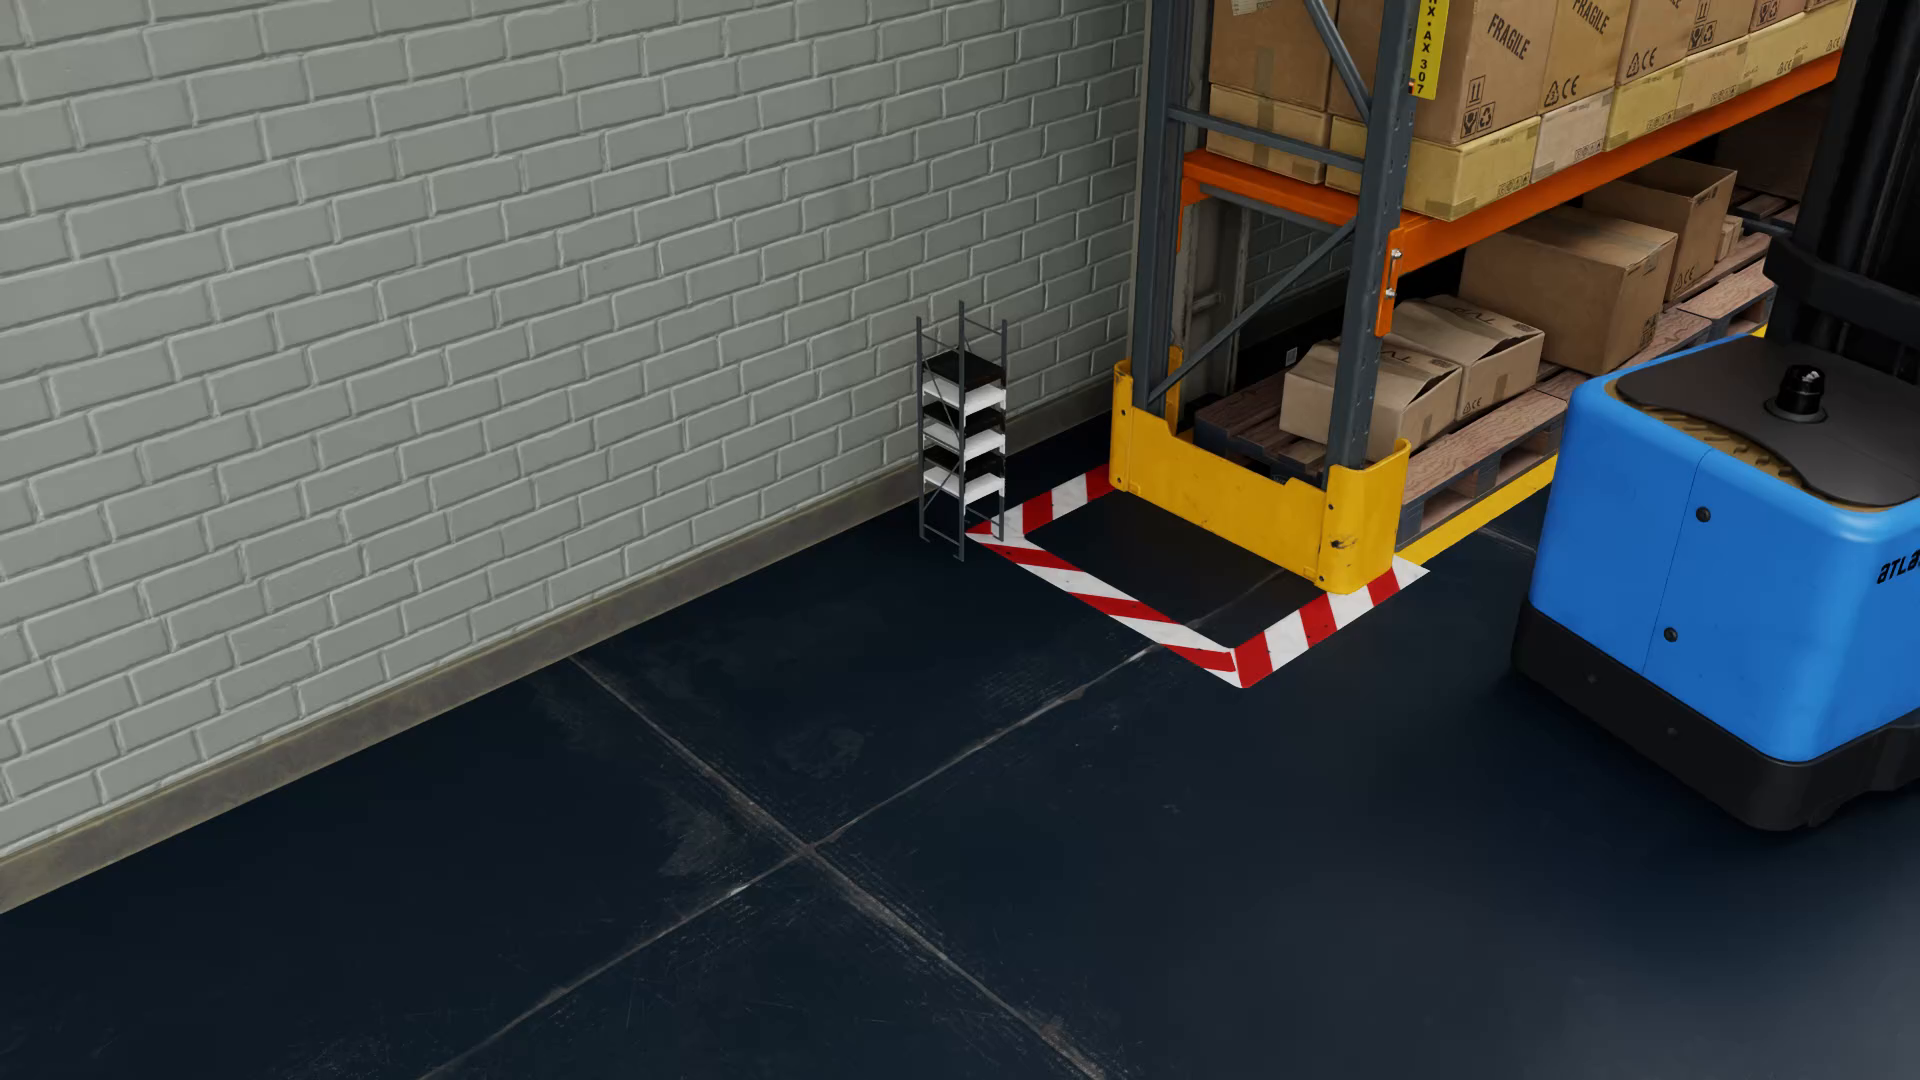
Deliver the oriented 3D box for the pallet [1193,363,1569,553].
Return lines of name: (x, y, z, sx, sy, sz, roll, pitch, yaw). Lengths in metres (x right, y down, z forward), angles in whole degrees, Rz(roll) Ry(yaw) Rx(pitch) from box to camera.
pallet: (1.708, -0.440, 6.767, 1.213, 0.211, 1.003, -26, 40, -35)

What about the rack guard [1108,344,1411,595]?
rack guard: (1.088, -0.288, 6.242, 0.348, 0.500, 1.175, -26, 40, -35)

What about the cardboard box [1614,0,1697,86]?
cardboard box: (2.339, -1.999, 6.050, 0.500, 0.500, 0.500, -27, 41, -37)

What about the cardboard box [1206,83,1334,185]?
cardboard box: (1.244, -1.512, 5.973, 0.500, 0.250, 0.500, -25, 39, -35)

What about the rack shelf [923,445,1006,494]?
rack shelf: (0.006, -0.282, 6.084, 0.200, 0.077, 0.258, -26, 40, -35)

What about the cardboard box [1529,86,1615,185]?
cardboard box: (1.977, -1.514, 5.975, 0.500, 0.250, 0.500, -27, 41, -37)

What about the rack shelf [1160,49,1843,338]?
rack shelf: (2.499, -1.730, 6.894, 4.000, 0.370, 1.077, -26, 40, -35)

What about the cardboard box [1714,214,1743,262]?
cardboard box: (3.594, -1.524, 8.162, 0.380, 0.166, 0.250, 23, 38, 33)

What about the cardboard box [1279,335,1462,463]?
cardboard box: (1.601, -0.579, 6.478, 0.500, 0.311, 0.500, 24, 39, 34)

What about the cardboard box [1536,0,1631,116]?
cardboard box: (1.956, -1.818, 5.754, 0.500, 0.500, 0.500, -26, 40, -35)

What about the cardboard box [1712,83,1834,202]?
cardboard box: (4.494, -2.135, 8.841, 0.500, 0.500, 0.700, -24, 39, -34)

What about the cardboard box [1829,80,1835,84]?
cardboard box: (4.815, -2.613, 8.903, 0.500, 0.250, 0.500, -27, 40, -36)

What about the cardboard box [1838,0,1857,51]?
cardboard box: (3.825, -2.407, 7.436, 0.500, 0.250, 0.500, -26, 40, -35)

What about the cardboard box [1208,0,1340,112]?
cardboard box: (1.234, -1.841, 5.791, 0.500, 0.500, 0.500, -26, 40, -36)

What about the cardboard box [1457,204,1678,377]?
cardboard box: (2.591, -1.103, 7.154, 0.700, 0.500, 0.500, 26, 40, 36)

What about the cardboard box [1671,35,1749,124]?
cardboard box: (2.727, -1.871, 6.558, 0.500, 0.250, 0.500, -25, 40, -35)

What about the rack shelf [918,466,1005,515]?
rack shelf: (0.006, -0.205, 6.131, 0.200, 0.077, 0.258, -26, 40, -35)

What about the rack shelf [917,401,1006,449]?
rack shelf: (0.006, -0.435, 5.990, 0.200, 0.077, 0.258, -26, 40, -35)

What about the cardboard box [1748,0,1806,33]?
cardboard box: (3.091, -2.371, 6.659, 0.500, 0.500, 0.500, -27, 41, -37)

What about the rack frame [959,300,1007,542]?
rack frame: (0.080, -0.423, 6.079, 0.006, 0.900, 0.240, -26, 40, -35)

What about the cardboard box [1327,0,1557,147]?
cardboard box: (1.587, -1.647, 5.473, 0.500, 0.500, 0.500, -26, 40, -35)

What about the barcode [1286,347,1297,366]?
barcode: (1.343, -0.743, 6.736, 0.075, 0.075, 0.001, -26, 40, -35)

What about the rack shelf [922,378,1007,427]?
rack shelf: (0.006, -0.512, 5.943, 0.200, 0.077, 0.258, -26, 40, -35)

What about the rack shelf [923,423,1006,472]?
rack shelf: (0.006, -0.358, 6.037, 0.200, 0.077, 0.258, -26, 40, -35)

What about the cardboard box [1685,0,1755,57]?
cardboard box: (2.710, -2.187, 6.356, 0.500, 0.500, 0.500, -24, 39, -34)

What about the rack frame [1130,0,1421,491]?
rack frame: (1.033, -1.328, 5.546, 0.127, 3.000, 1.000, -26, 40, -35)

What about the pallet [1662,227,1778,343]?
pallet: (3.497, -1.305, 8.182, 1.213, 0.211, 1.003, -26, 40, -35)

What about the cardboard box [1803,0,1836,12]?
cardboard box: (3.467, -2.546, 6.944, 0.500, 0.500, 0.500, -26, 40, -36)

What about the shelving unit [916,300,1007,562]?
shelving unit: (0.006, -0.387, 6.020, 0.210, 0.900, 0.258, -26, 40, -35)

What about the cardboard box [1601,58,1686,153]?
cardboard box: (2.355, -1.692, 6.266, 0.500, 0.250, 0.500, -27, 40, -36)

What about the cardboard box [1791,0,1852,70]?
cardboard box: (3.454, -2.234, 7.152, 0.500, 0.250, 0.500, -26, 40, -35)

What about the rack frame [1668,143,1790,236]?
rack frame: (3.966, -2.747, 7.866, 0.127, 3.000, 1.000, -26, 40, -35)

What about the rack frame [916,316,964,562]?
rack frame: (-0.069, -0.351, 5.961, 0.006, 0.900, 0.240, -26, 40, -35)

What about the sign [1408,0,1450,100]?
sign: (1.402, -1.490, 4.981, 0.005, 0.325, 0.100, -26, 40, -35)

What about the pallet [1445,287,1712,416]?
pallet: (2.602, -0.870, 7.471, 1.213, 0.211, 1.003, -26, 40, -35)

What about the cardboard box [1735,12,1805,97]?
cardboard box: (3.095, -2.049, 6.851, 0.500, 0.250, 0.500, -26, 40, -36)

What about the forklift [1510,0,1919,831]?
forklift: (3.344, -0.968, 5.024, 3.031, 2.935, 1.130, -17, 35, -25)

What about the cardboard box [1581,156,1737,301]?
cardboard box: (3.232, -1.484, 7.777, 0.500, 0.500, 0.500, 26, 40, 35)

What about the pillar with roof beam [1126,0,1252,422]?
pillar with roof beam: (3.885, -2.820, 2.235, 0.400, 9.000, 9.100, -26, 40, -35)

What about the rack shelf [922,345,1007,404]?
rack shelf: (0.006, -0.589, 5.896, 0.200, 0.077, 0.258, -26, 40, -35)

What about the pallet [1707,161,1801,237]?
pallet: (4.536, -1.834, 9.046, 1.213, 0.211, 1.003, -26, 40, -35)

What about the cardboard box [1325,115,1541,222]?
cardboard box: (1.606, -1.324, 5.665, 0.500, 0.250, 0.500, -27, 41, -37)

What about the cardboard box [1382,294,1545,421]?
cardboard box: (2.019, -0.782, 6.809, 0.500, 0.311, 0.500, -22, 38, -32)
